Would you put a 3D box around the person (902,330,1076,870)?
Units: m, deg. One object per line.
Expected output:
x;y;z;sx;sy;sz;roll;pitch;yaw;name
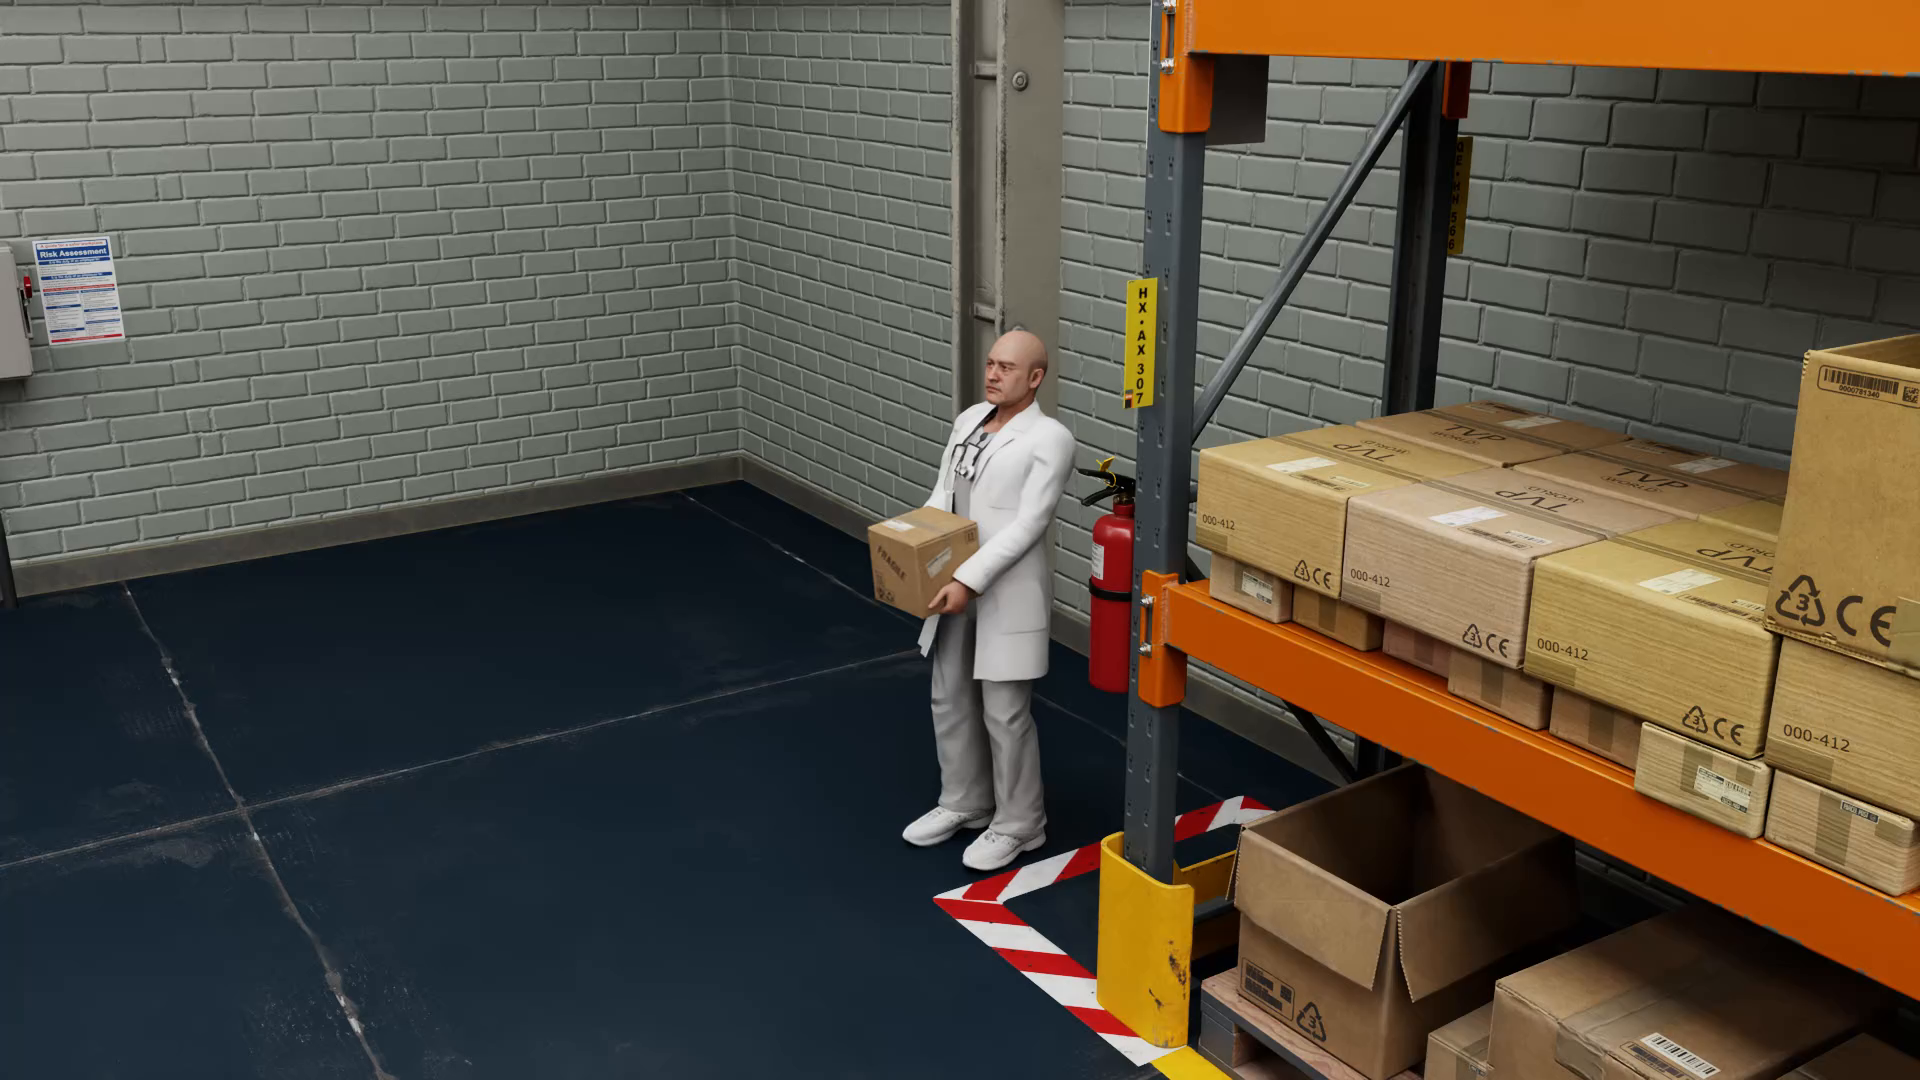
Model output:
0.041;0.210;5.432;0.554;1.769;0.527;-14;22;-37;person
